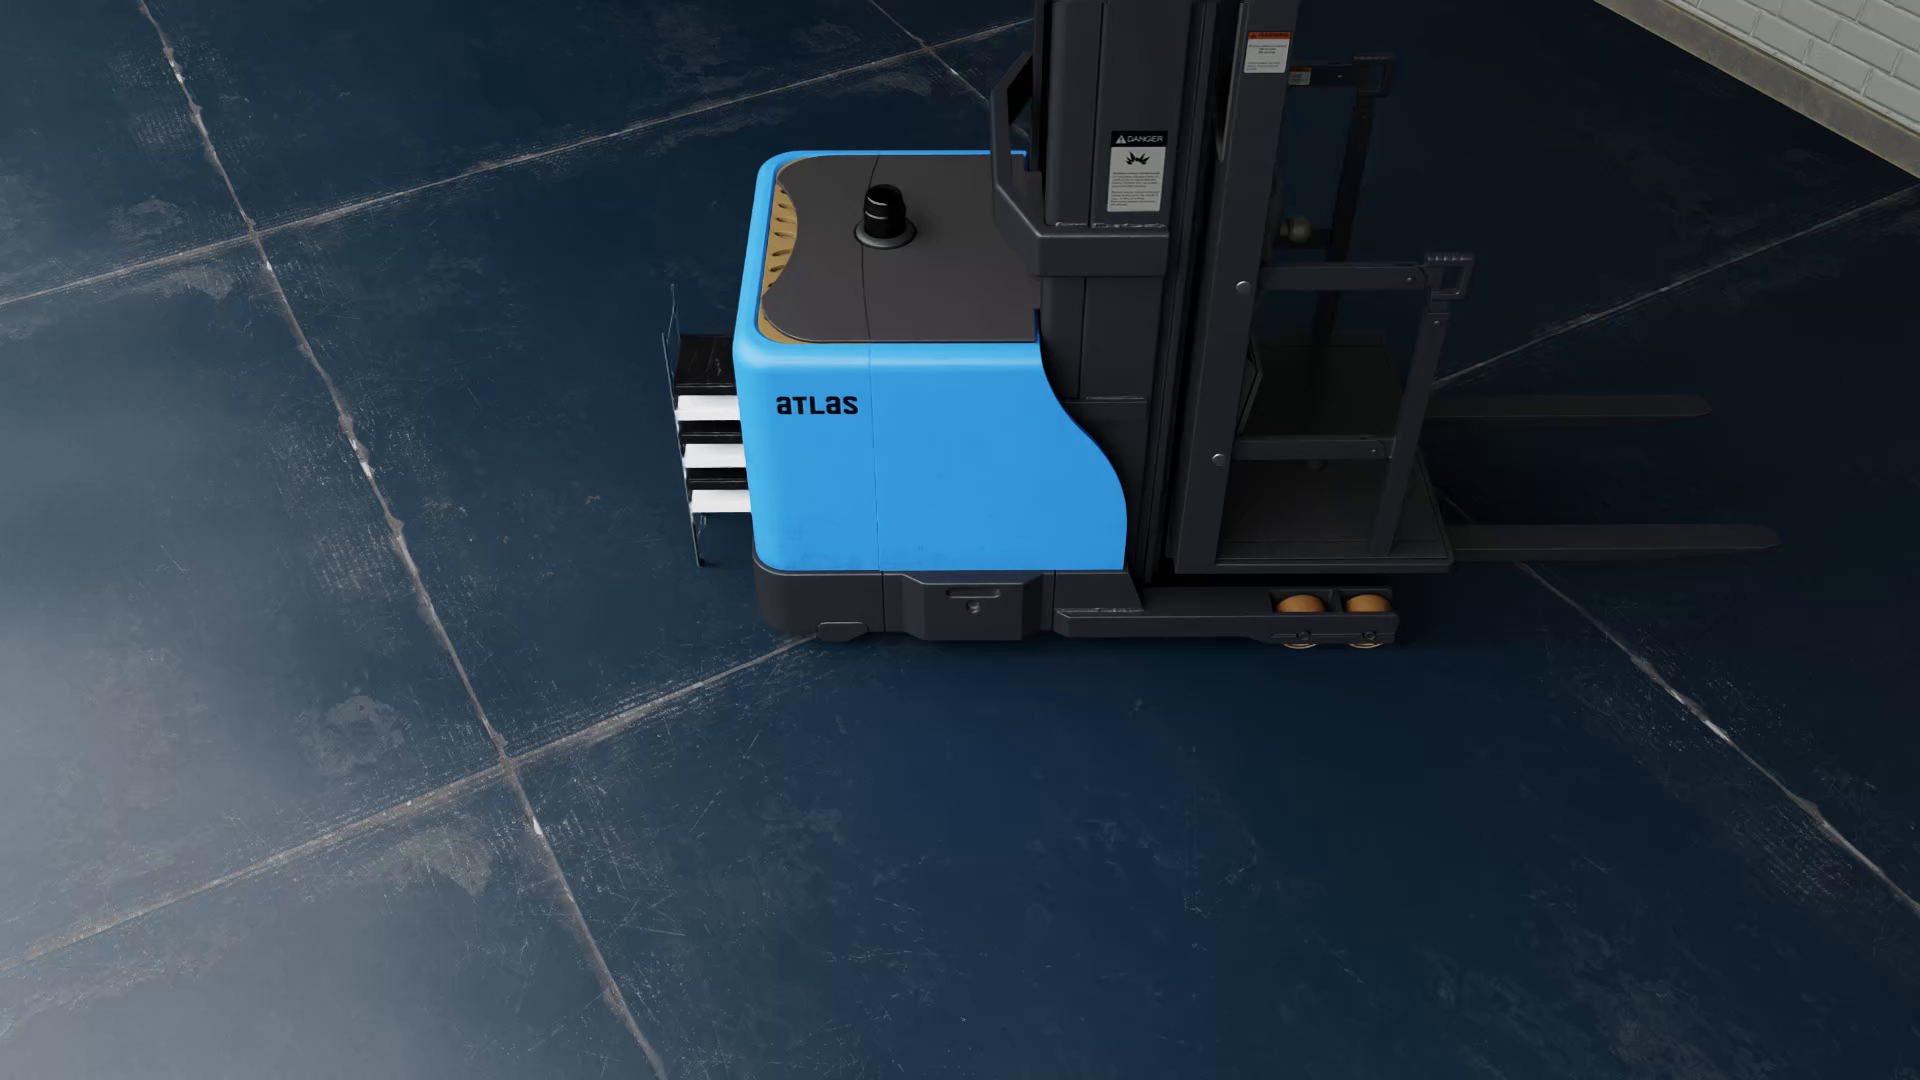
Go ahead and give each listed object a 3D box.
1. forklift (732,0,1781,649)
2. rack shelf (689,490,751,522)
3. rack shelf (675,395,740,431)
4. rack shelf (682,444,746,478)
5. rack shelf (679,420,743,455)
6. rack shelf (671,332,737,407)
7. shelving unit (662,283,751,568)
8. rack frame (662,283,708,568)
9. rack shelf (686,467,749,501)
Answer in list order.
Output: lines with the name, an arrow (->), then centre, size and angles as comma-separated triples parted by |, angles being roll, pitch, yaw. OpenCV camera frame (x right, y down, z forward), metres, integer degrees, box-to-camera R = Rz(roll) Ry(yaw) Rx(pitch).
forklift -> 0.913, -1.103, 4.282 | 3.031, 2.935, 1.130 | 0, 44, 0
rack shelf -> -0.710, -0.167, 5.082 | 0.200, 0.077, 0.258 | 0, 44, 0
rack shelf -> -0.710, -0.426, 4.832 | 0.200, 0.077, 0.258 | 0, 44, 0
rack shelf -> -0.710, -0.296, 4.957 | 0.200, 0.077, 0.258 | 0, 44, 0
rack shelf -> -0.710, -0.361, 4.894 | 0.200, 0.077, 0.258 | 0, 44, 0
rack shelf -> -0.710, -0.490, 4.769 | 0.200, 0.077, 0.258 | 0, 44, 0
shelving unit -> -0.710, -0.320, 4.934 | 0.210, 0.900, 0.258 | 0, 44, 0
rack frame -> -0.812, -0.320, 4.933 | 0.006, 0.900, 0.240 | 0, 44, 0
rack shelf -> -0.710, -0.232, 5.020 | 0.200, 0.077, 0.258 | 0, 44, 0
